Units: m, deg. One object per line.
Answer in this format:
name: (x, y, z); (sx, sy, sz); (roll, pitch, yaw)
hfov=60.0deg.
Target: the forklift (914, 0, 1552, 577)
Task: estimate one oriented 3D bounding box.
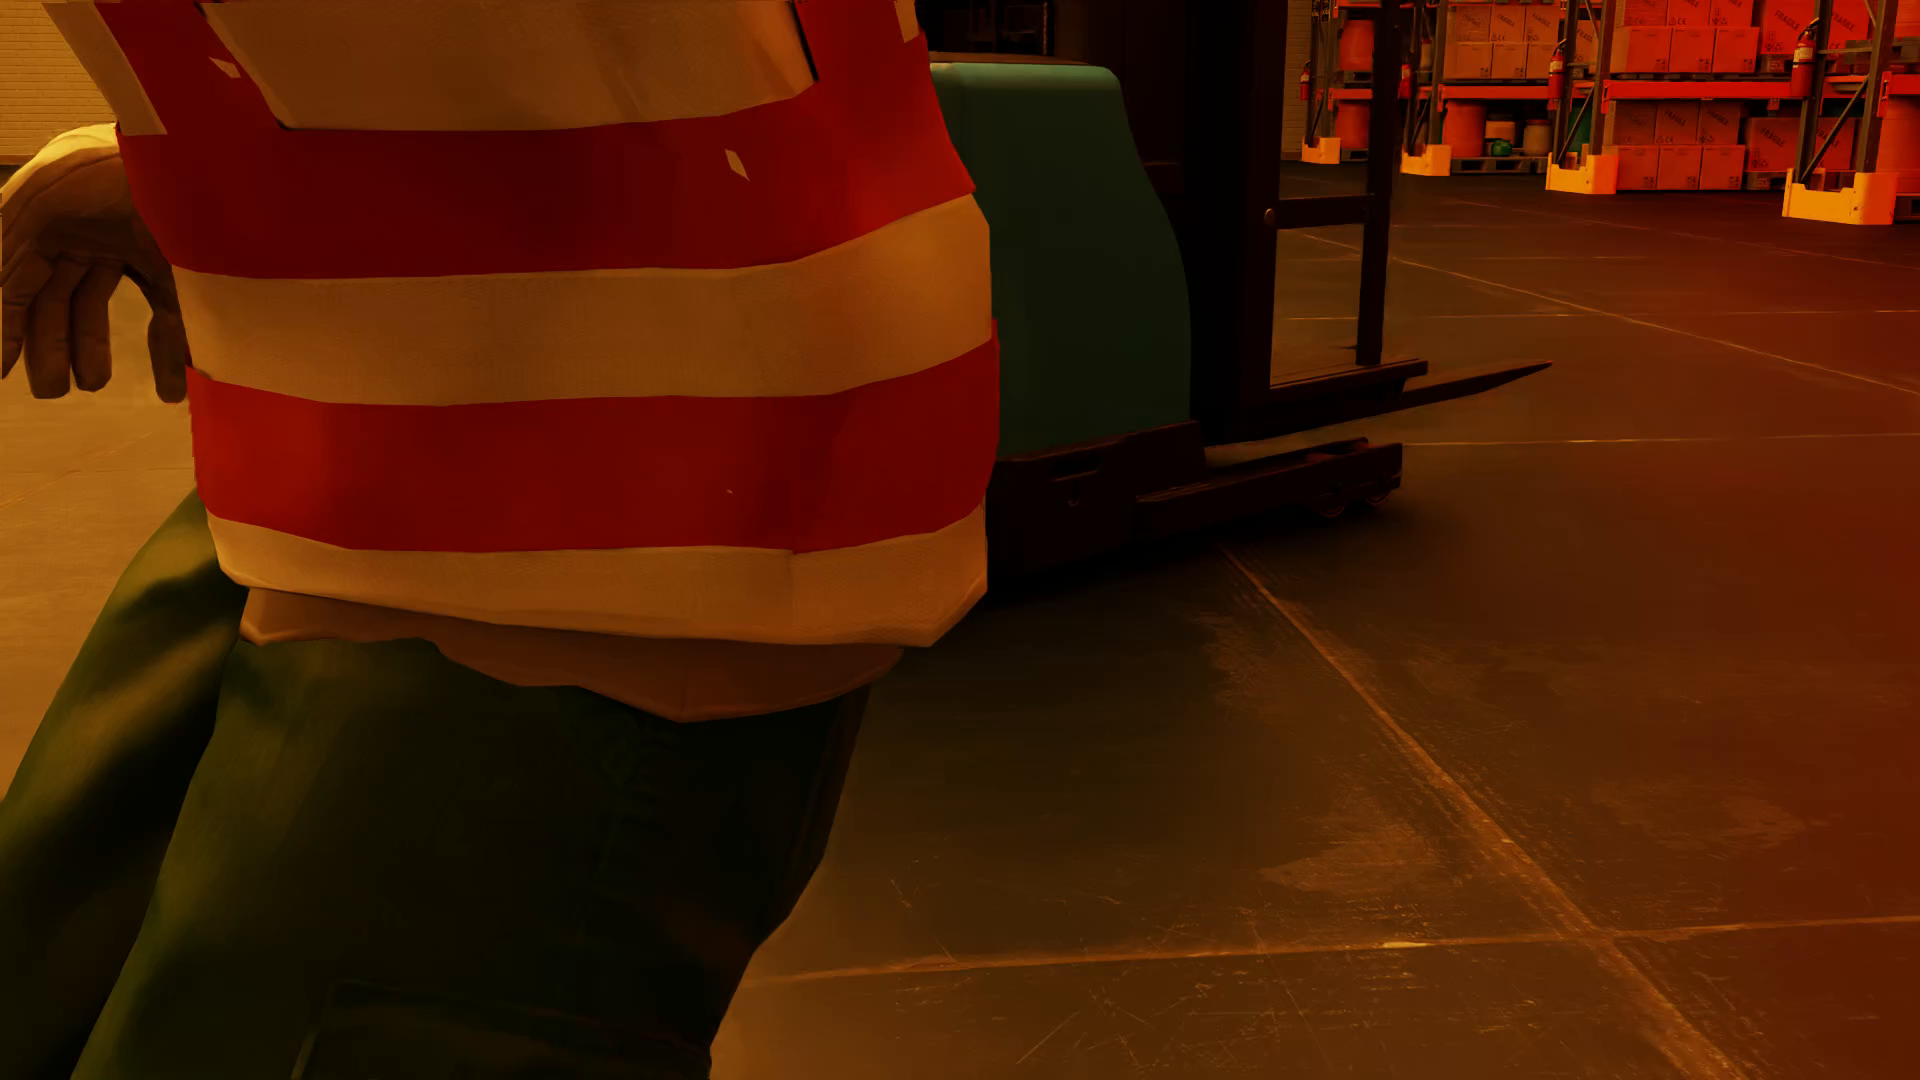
forklift: (0.501, -1.558, 4.096); (3.031, 2.935, 1.130); (-13, 20, -41)
